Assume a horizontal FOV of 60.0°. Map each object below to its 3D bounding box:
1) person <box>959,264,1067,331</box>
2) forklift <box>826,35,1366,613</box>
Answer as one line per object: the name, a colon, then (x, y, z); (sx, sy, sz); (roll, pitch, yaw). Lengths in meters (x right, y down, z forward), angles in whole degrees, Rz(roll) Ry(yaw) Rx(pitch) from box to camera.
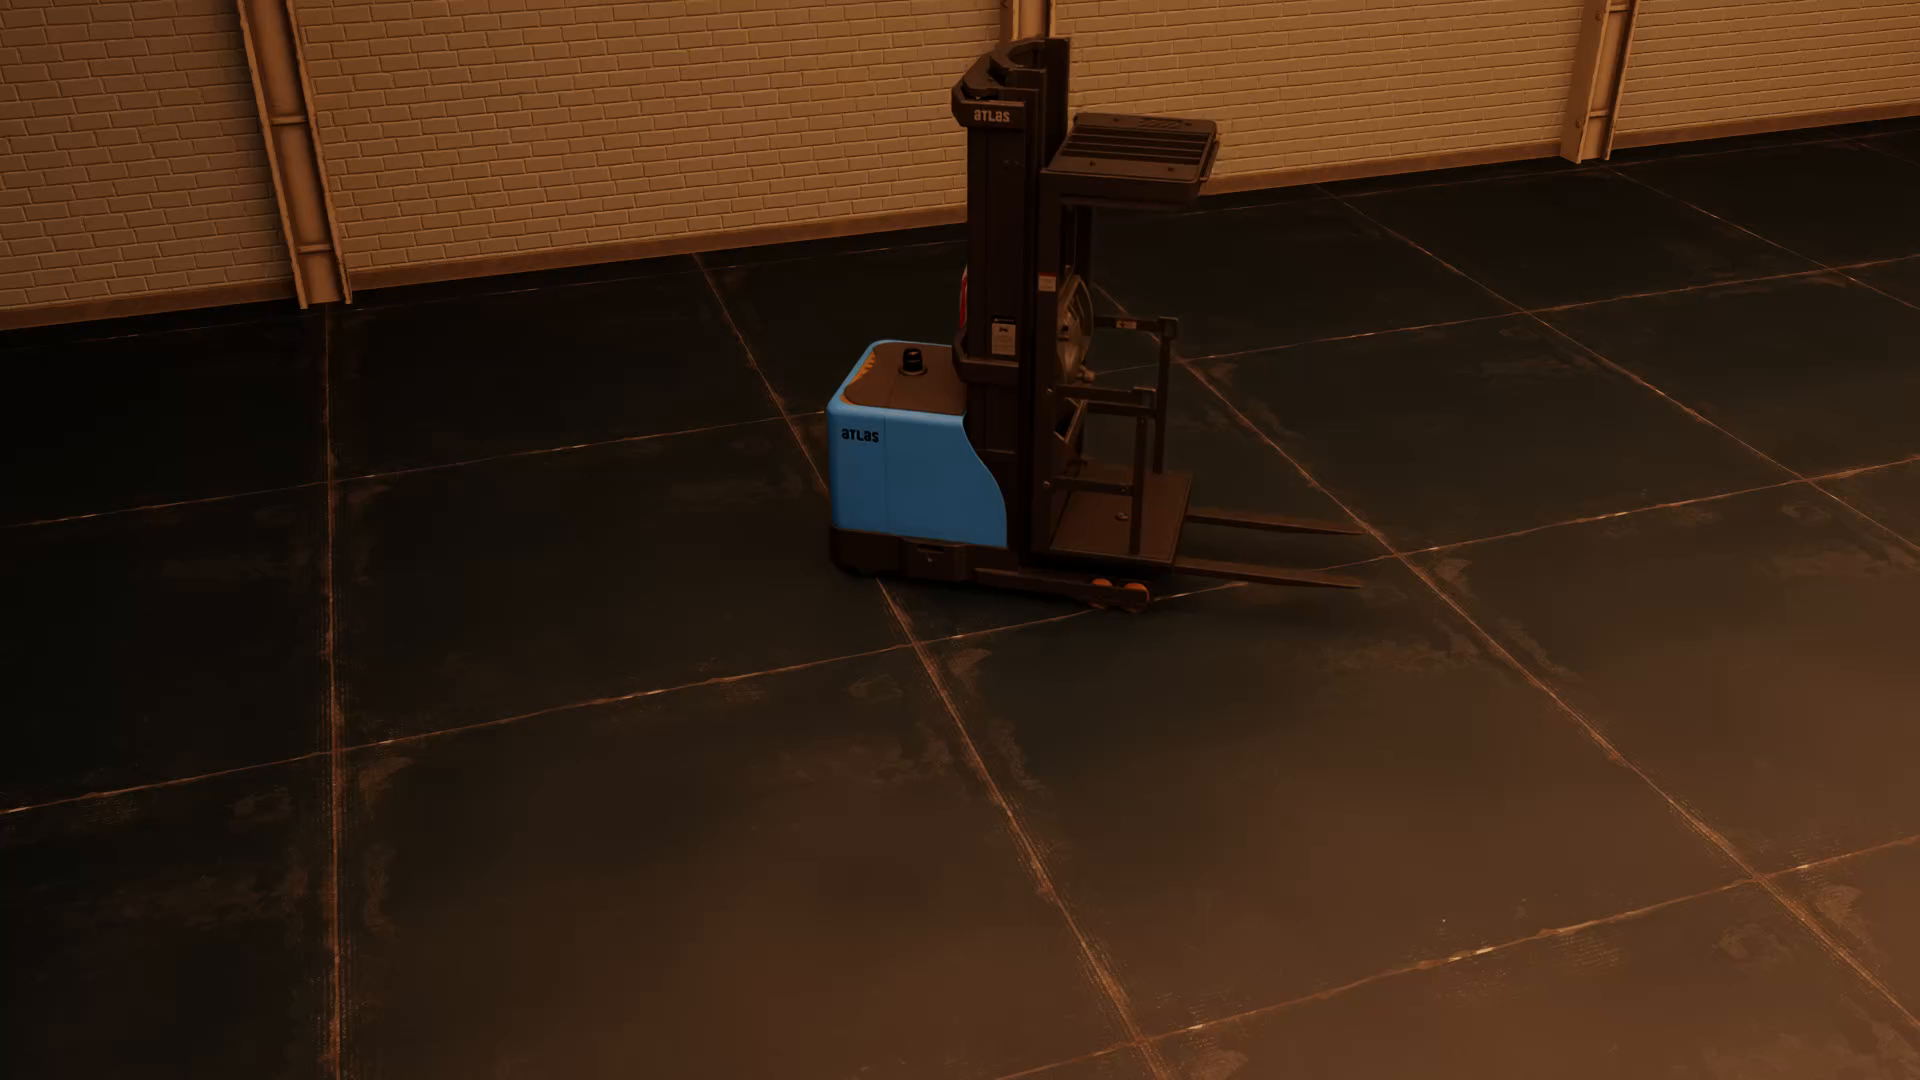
person: (0.359, -1.356, 10.826); (0.720, 1.555, 1.287); (2, 30, 3)
forklift: (0.817, -1.154, 9.093); (3.031, 2.935, 1.130); (7, 31, 11)
